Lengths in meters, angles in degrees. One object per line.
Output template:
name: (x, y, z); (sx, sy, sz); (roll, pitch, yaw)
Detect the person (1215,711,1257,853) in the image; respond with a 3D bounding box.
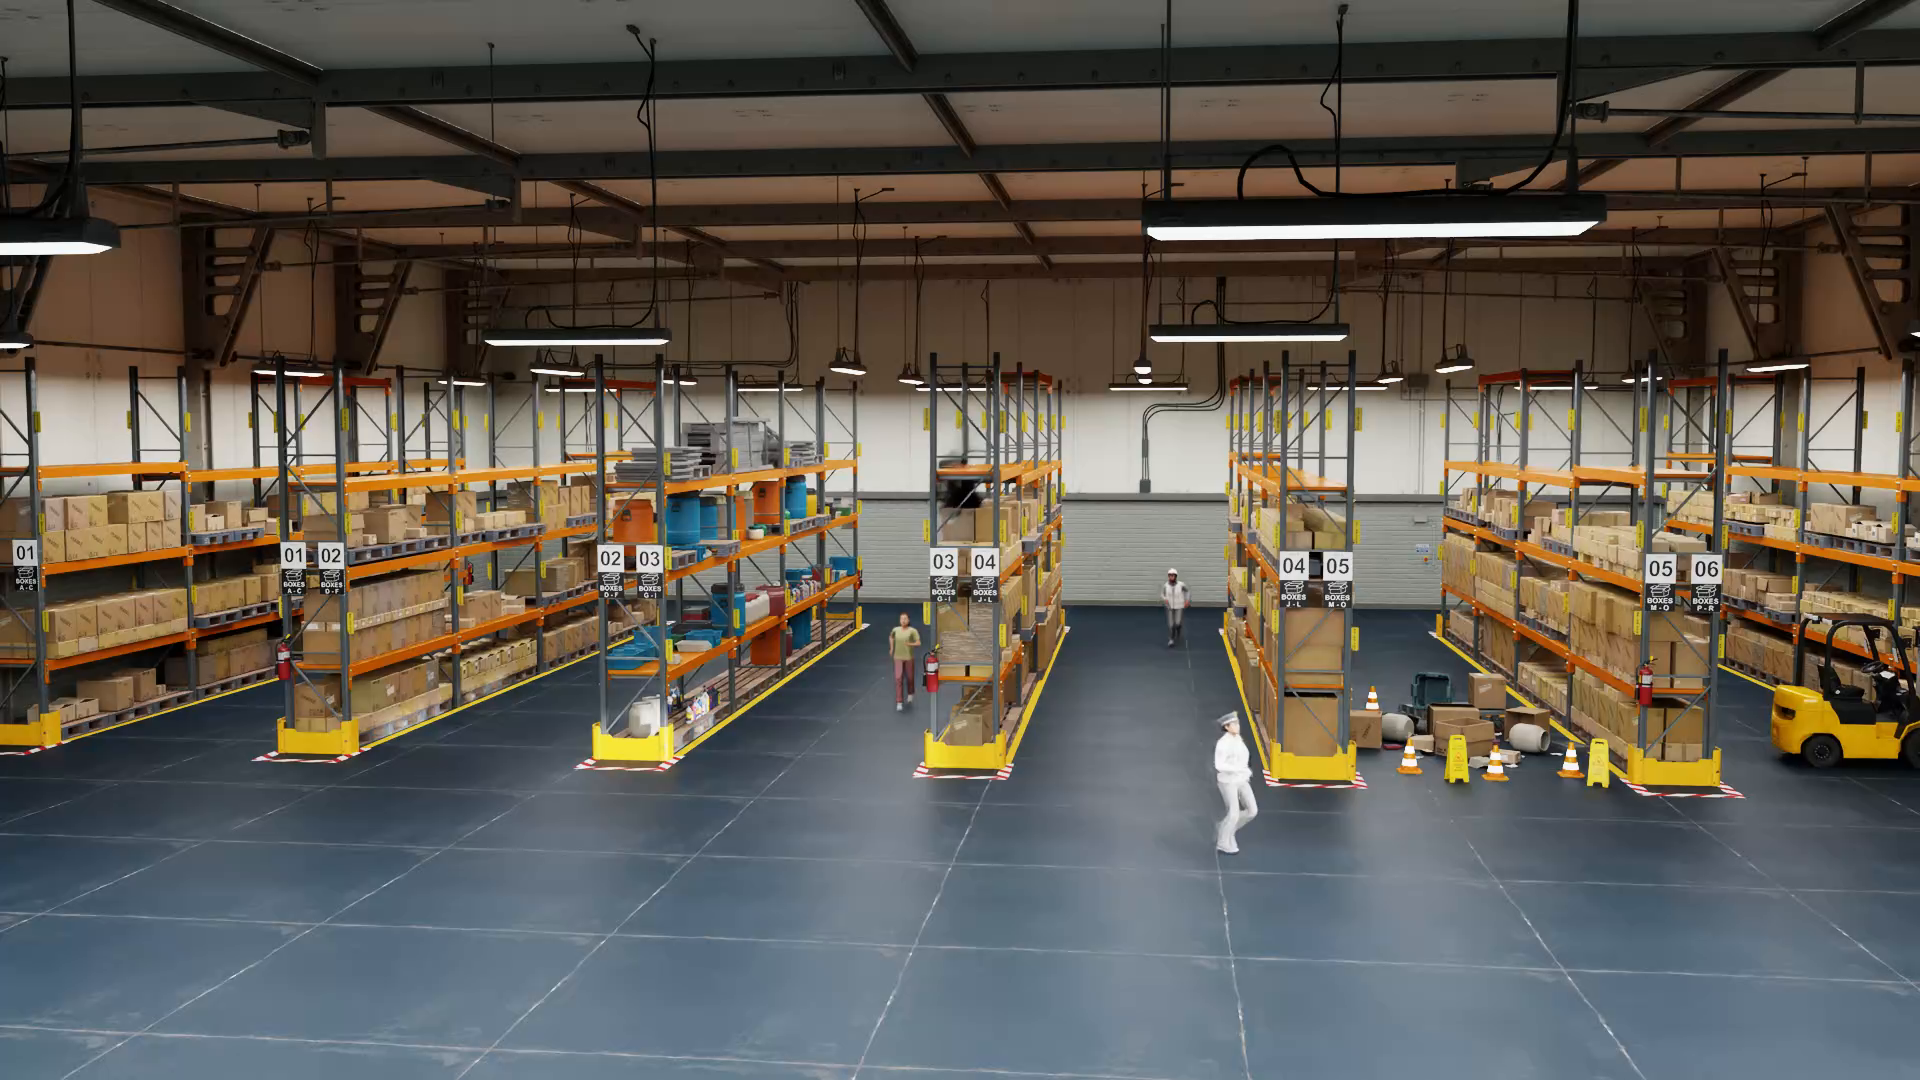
person: (3.217, 2.805, 19.240); (0.554, 1.650, 0.602); (4, 6, 45)

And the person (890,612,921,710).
person: (-0.967, 2.096, 29.080); (0.574, 1.636, 0.969); (0, 4, 4)

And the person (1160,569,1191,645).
person: (4.799, 1.508, 37.160); (0.683, 1.724, 0.694); (1, 4, 13)
